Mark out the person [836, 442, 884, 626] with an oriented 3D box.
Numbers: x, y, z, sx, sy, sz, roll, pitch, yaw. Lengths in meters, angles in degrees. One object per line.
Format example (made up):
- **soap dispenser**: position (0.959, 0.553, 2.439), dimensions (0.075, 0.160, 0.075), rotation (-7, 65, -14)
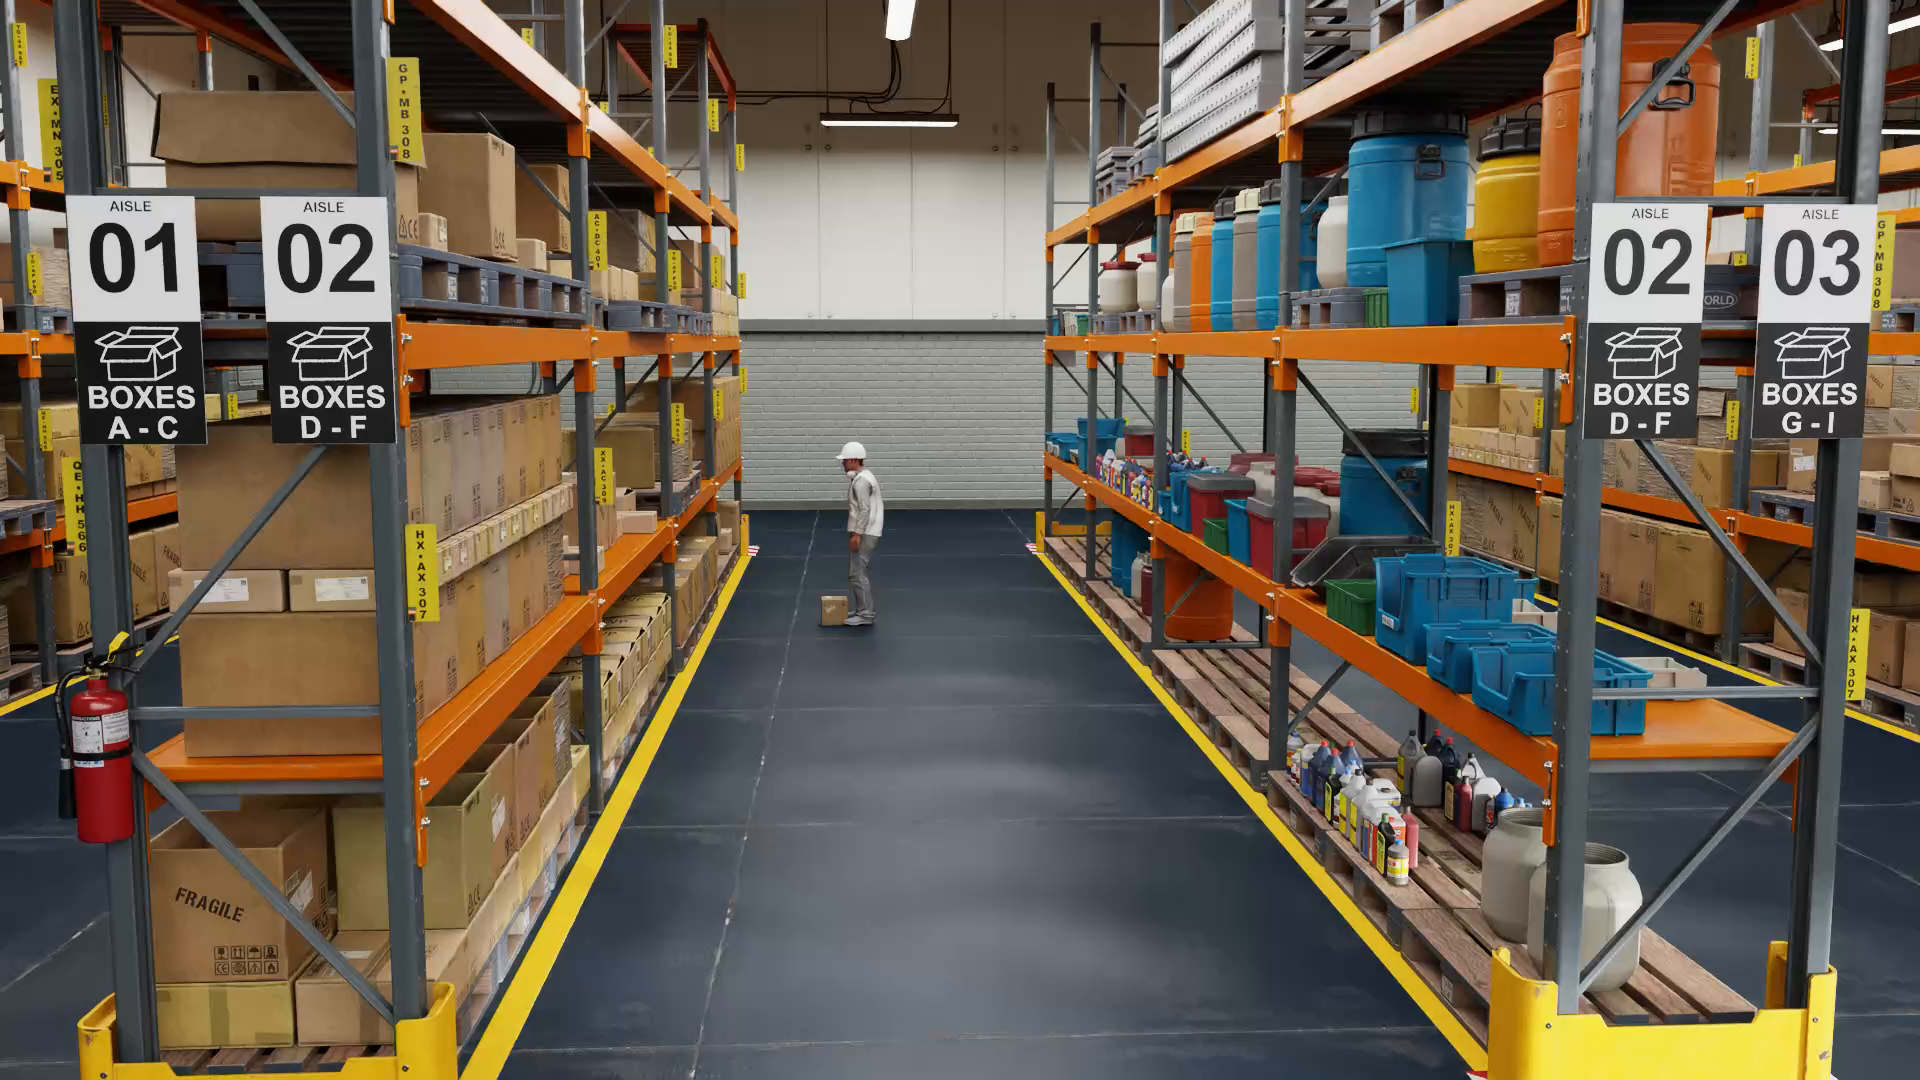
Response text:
- **person**: position (-0.971, -0.068, 16.201), dimensions (0.460, 1.772, 0.581), rotation (0, 7, -3)
